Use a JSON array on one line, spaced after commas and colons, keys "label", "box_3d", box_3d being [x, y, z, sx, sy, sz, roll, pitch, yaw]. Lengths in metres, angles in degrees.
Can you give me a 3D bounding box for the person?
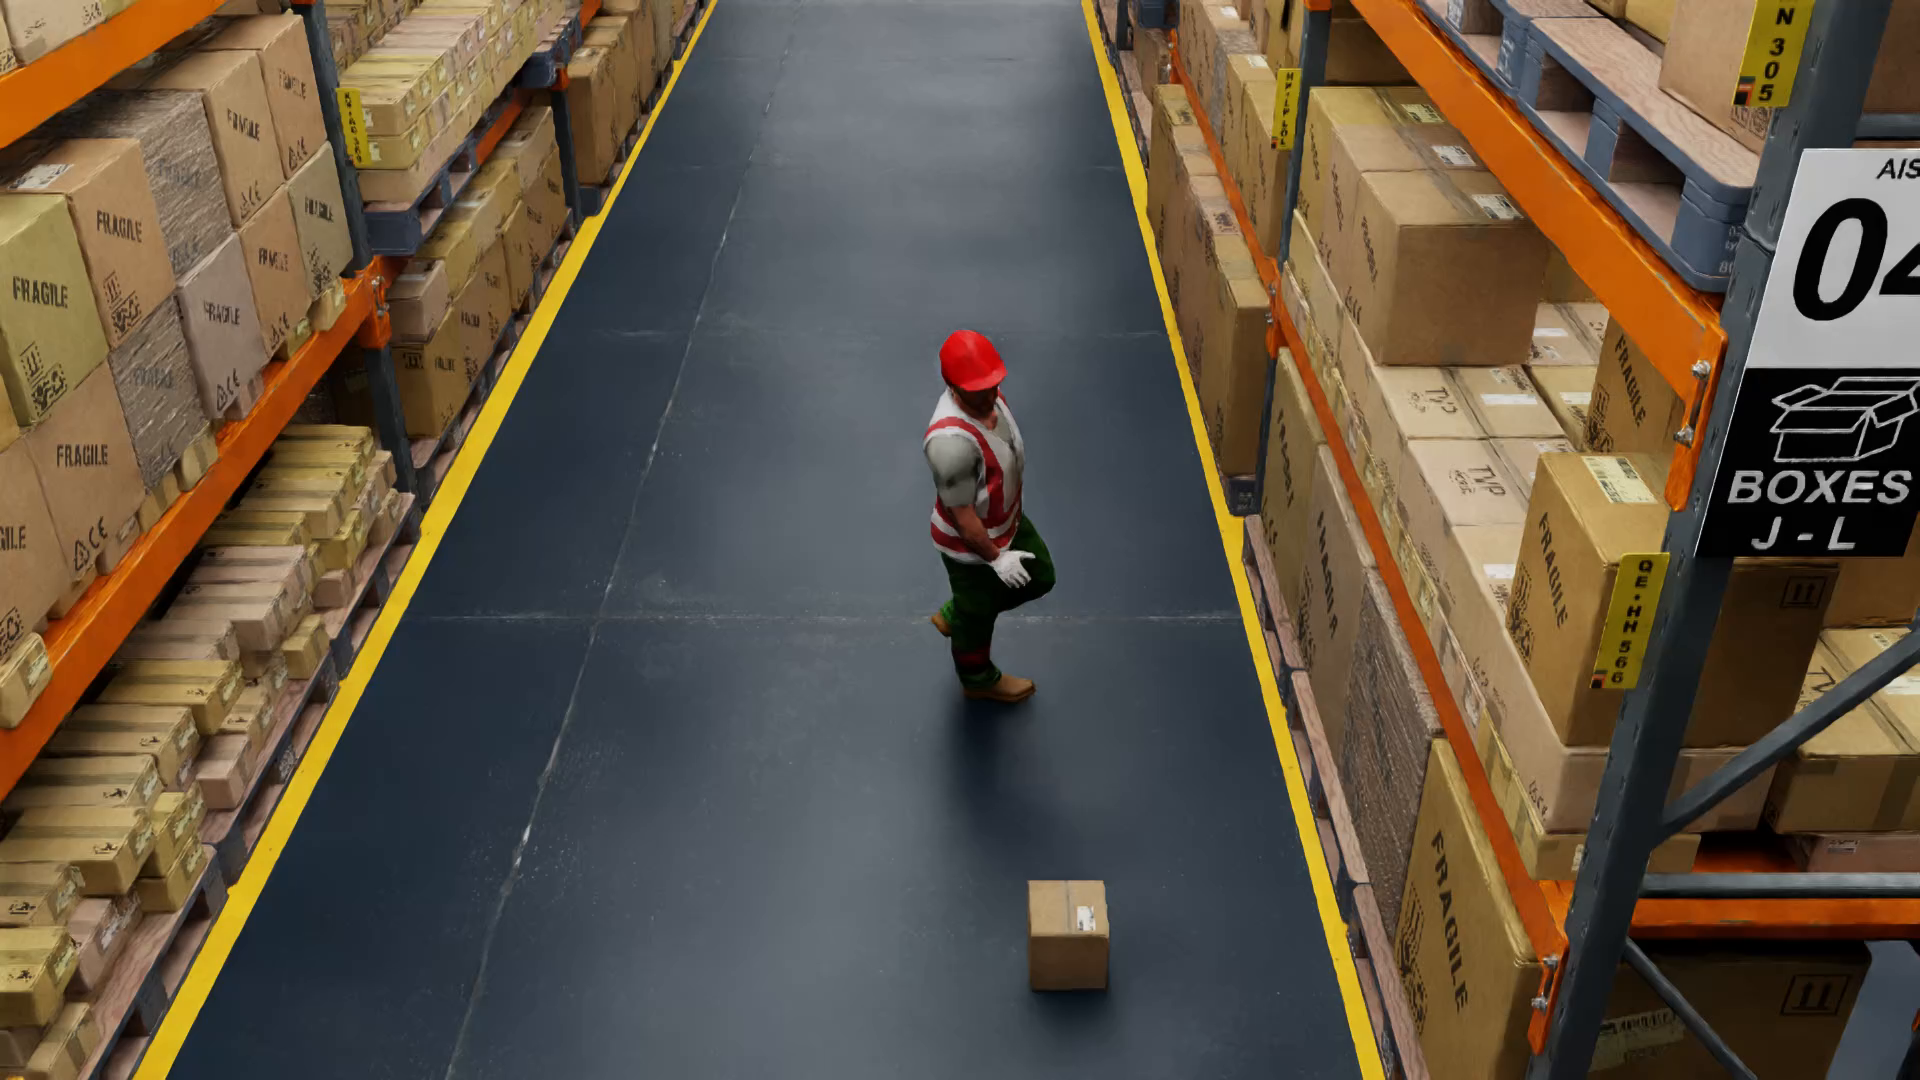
[{"label": "person", "box_3d": [3.446, -2.681, 10.541, 3.483, 1.747, 12.569, 10, 33, 17]}]
